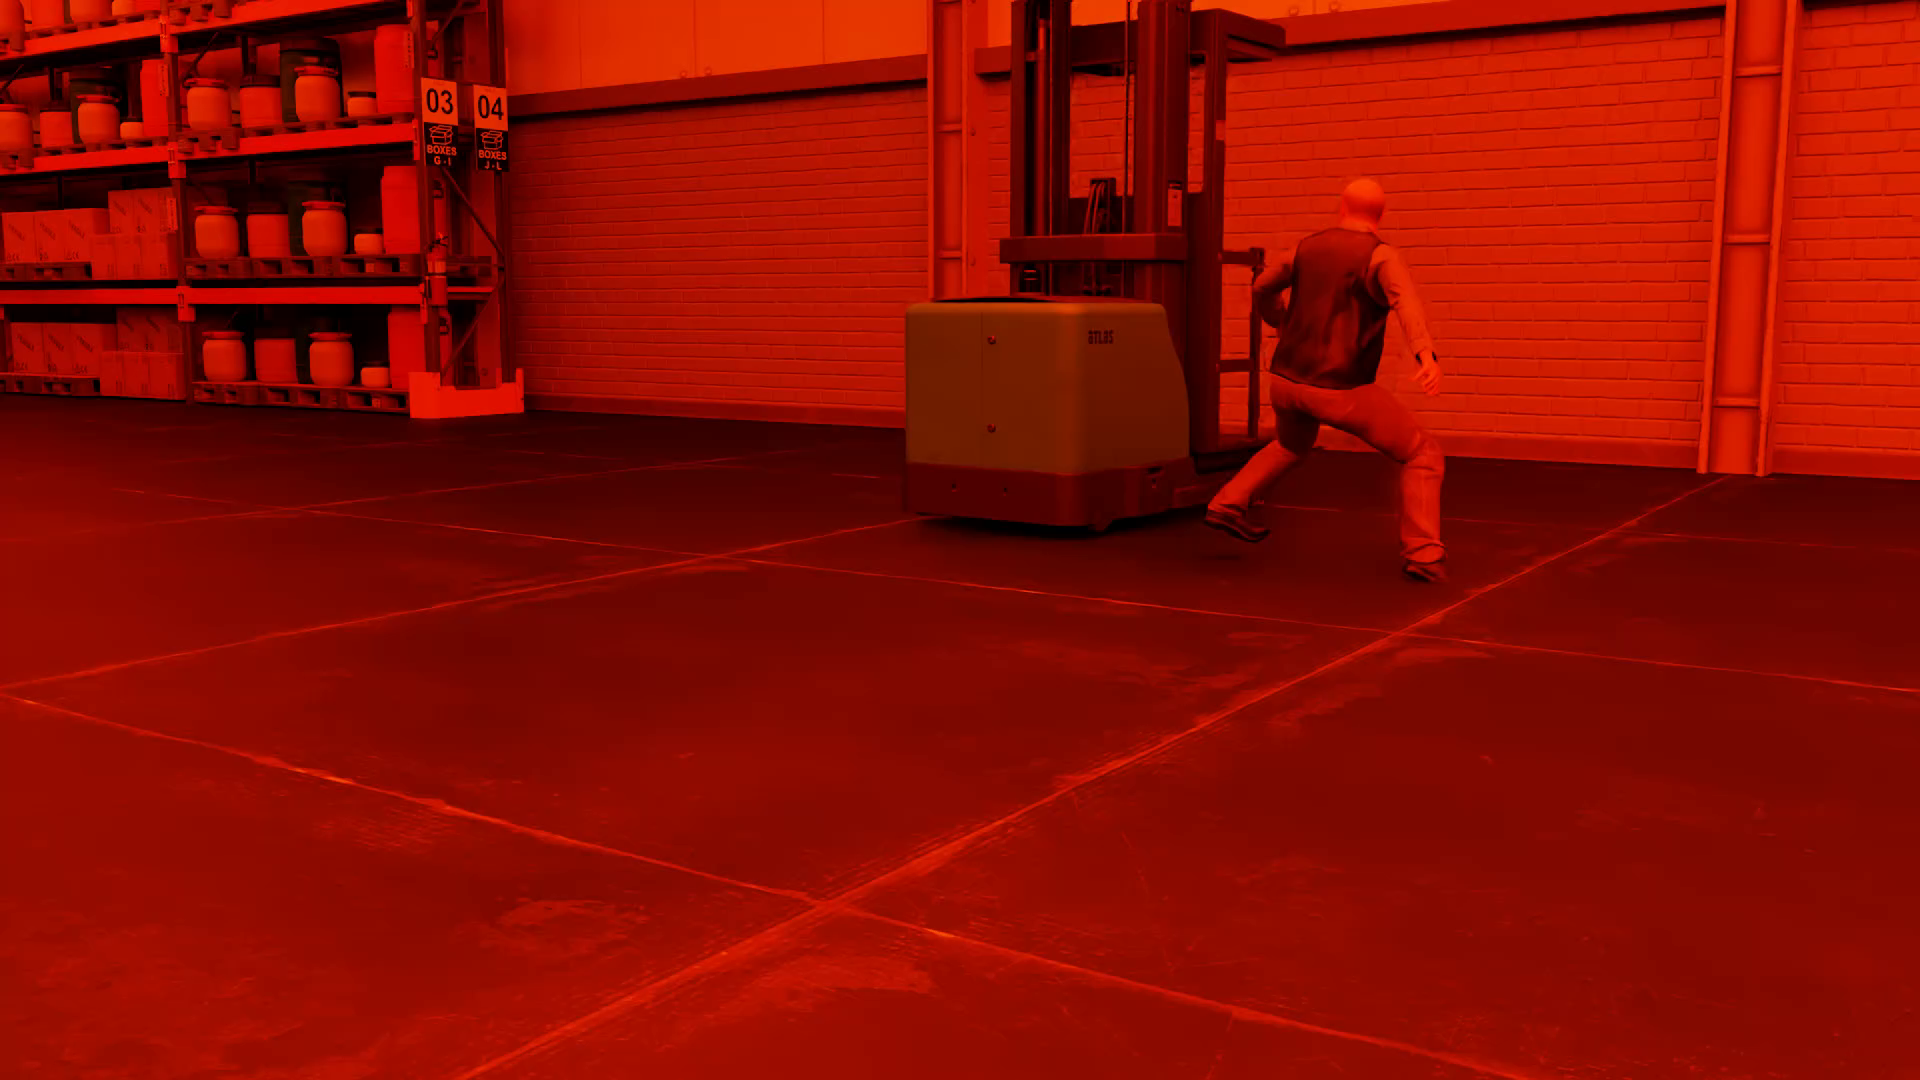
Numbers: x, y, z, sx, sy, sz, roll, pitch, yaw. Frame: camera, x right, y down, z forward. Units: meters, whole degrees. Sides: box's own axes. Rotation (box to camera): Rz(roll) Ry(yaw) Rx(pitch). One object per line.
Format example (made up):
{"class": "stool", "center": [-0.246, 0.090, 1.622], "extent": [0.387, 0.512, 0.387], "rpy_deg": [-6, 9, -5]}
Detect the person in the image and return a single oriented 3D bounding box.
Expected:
{"class": "person", "center": [1.548, -0.609, 6.632], "extent": [0.532, 1.643, 1.158], "rpy_deg": [-5, 10, -33]}

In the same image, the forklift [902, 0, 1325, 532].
{"class": "forklift", "center": [1.008, -1.650, 8.795], "extent": [1.130, 2.935, 3.031], "rpy_deg": [6, 10, 37]}
